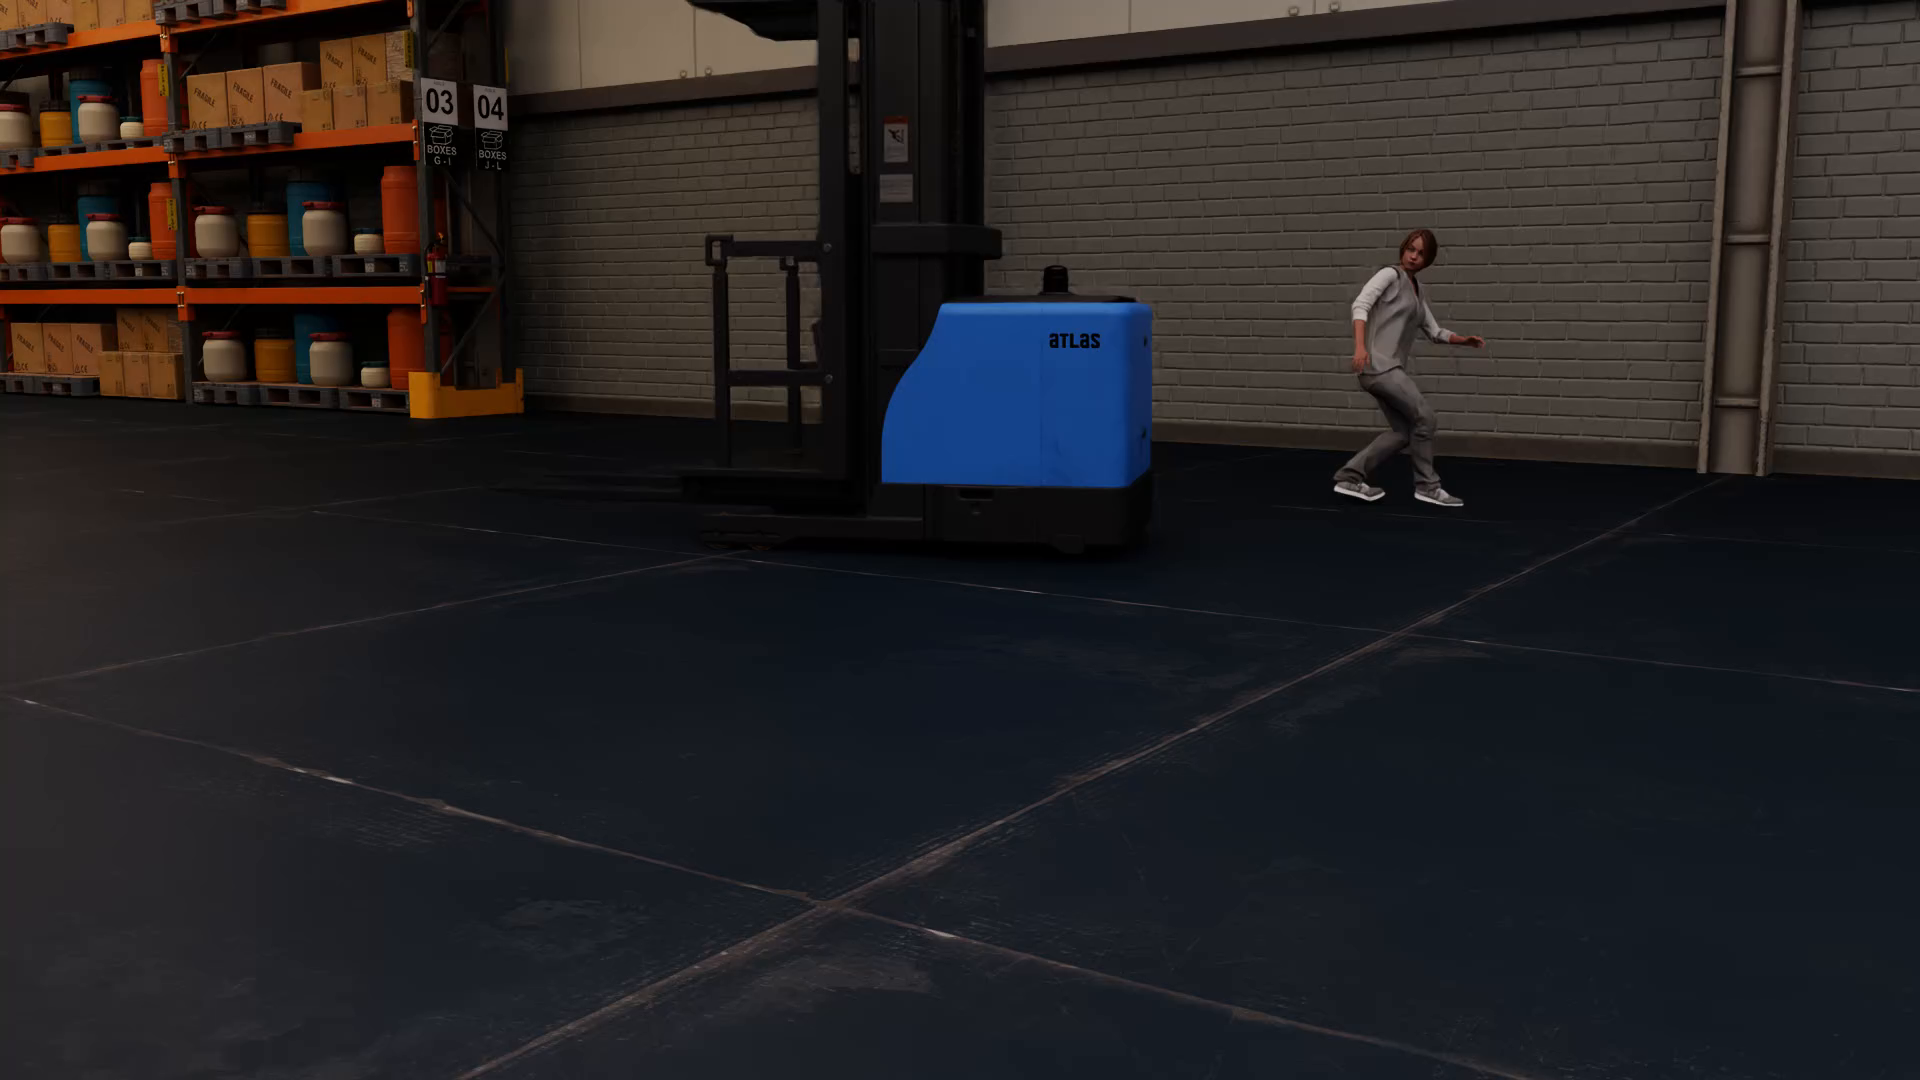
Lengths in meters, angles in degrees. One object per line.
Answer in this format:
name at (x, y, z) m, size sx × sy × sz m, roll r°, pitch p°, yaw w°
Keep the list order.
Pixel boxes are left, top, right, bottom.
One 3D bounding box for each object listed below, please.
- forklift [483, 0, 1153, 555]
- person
forklift at (-0.667, -1.472, 7.545) m, size 3.031 × 2.935 × 1.130 m, roll 2°, pitch 8°, yaw 13°
person at (2.365, -0.893, 8.765) m, size 0.755 × 1.481 × 0.676 m, roll 3°, pitch 9°, yaw 21°
